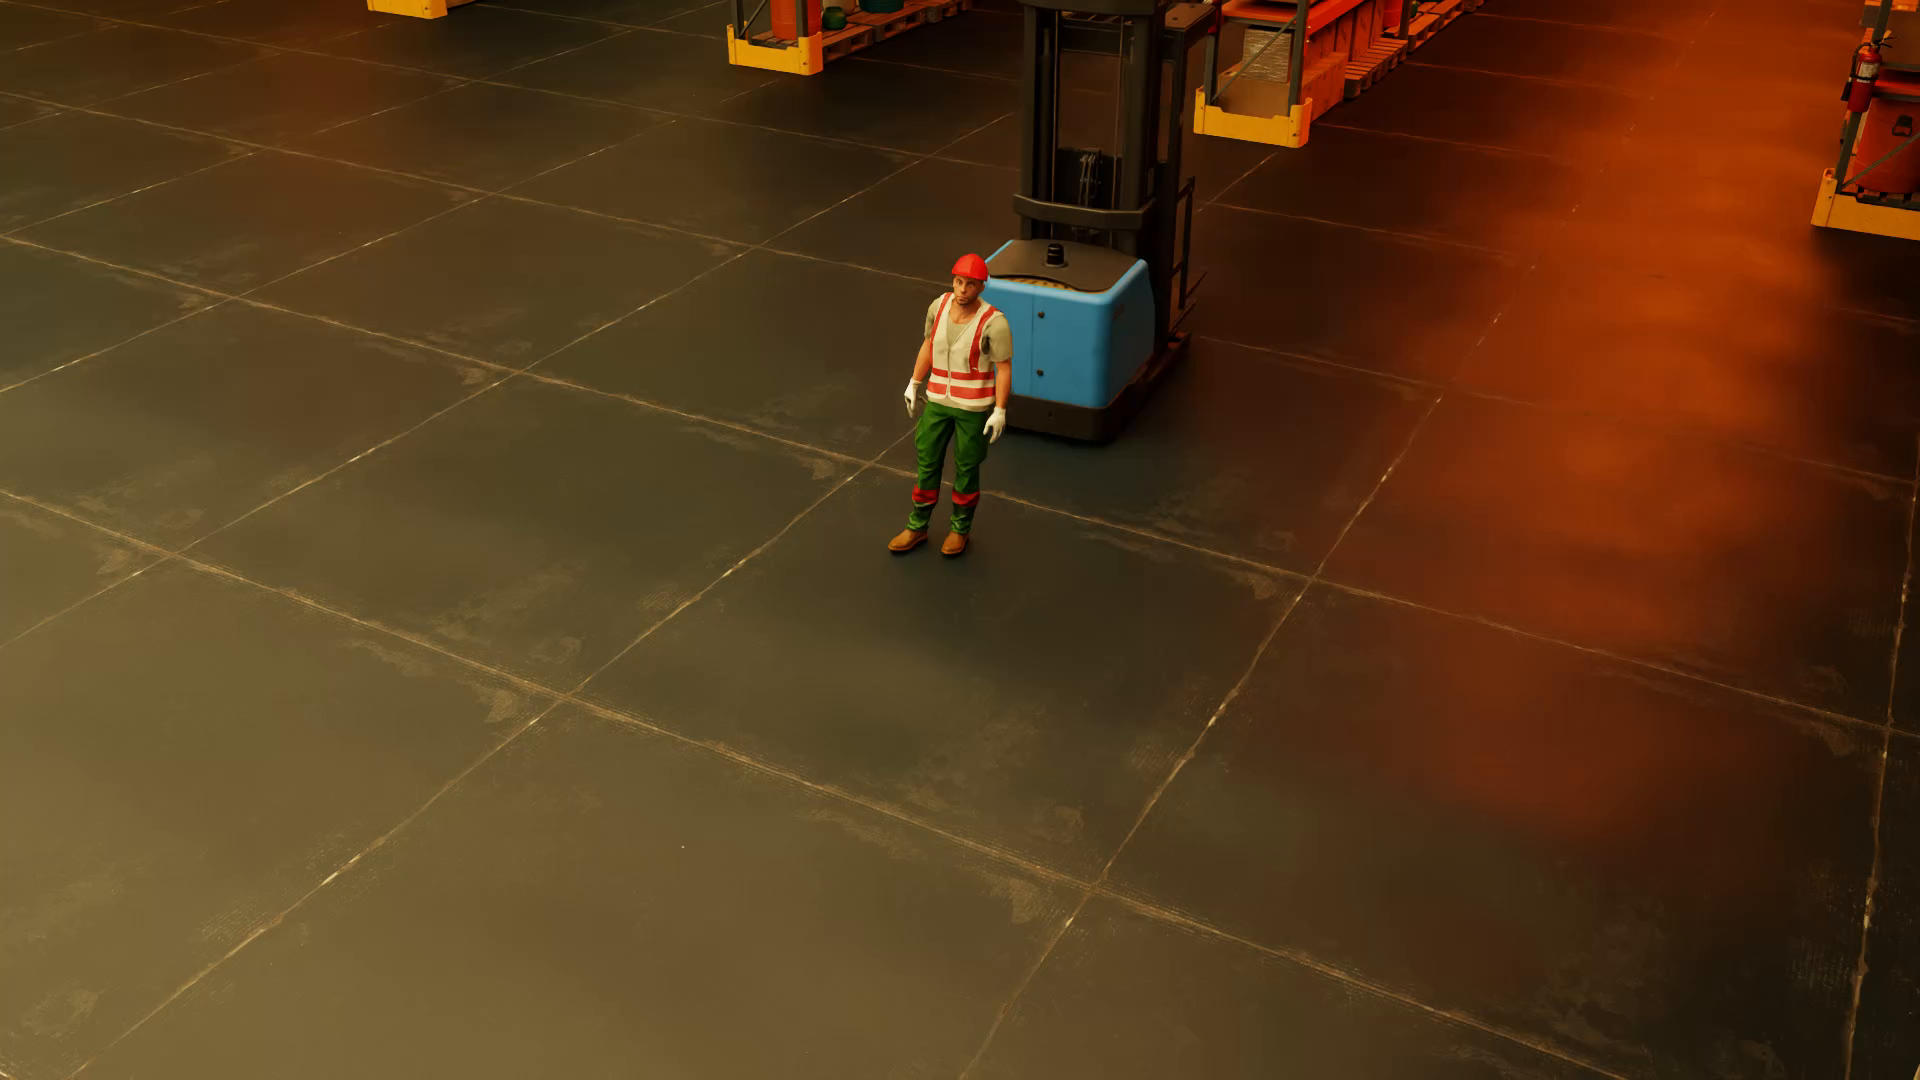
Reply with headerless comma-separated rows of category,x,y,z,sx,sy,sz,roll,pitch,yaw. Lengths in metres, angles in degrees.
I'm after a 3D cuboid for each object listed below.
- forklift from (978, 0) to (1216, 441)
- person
forklift,1.074,-2.638,11.642,1.130,2.935,3.031,12,32,20
person,-0.050,-0.749,9.496,0.637,1.790,0.562,15,33,25
